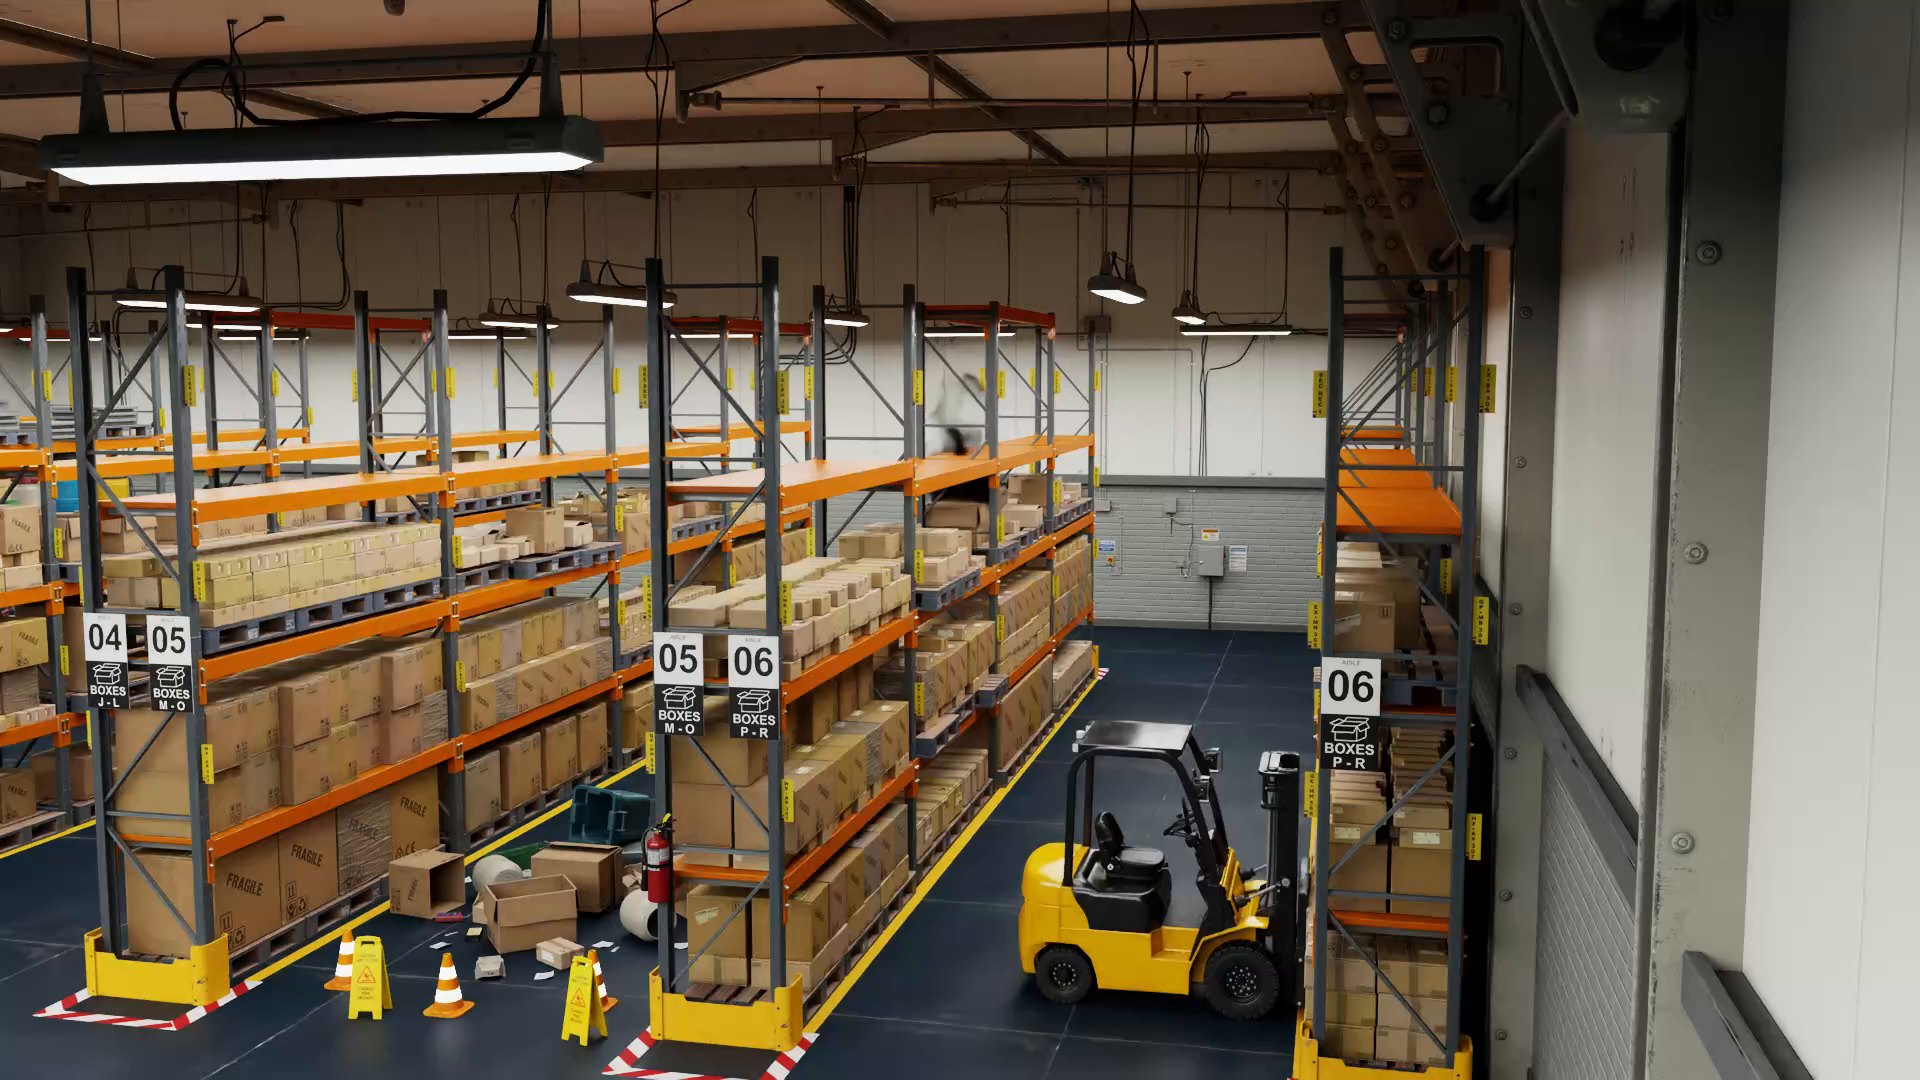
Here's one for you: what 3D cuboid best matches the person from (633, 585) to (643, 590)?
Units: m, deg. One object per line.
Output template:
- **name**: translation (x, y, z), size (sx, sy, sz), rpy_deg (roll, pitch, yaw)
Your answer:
- **person**: translation (-5.256, 1.564, 27.677), size (0.589, 1.665, 0.706), rpy_deg (2, 6, 22)
